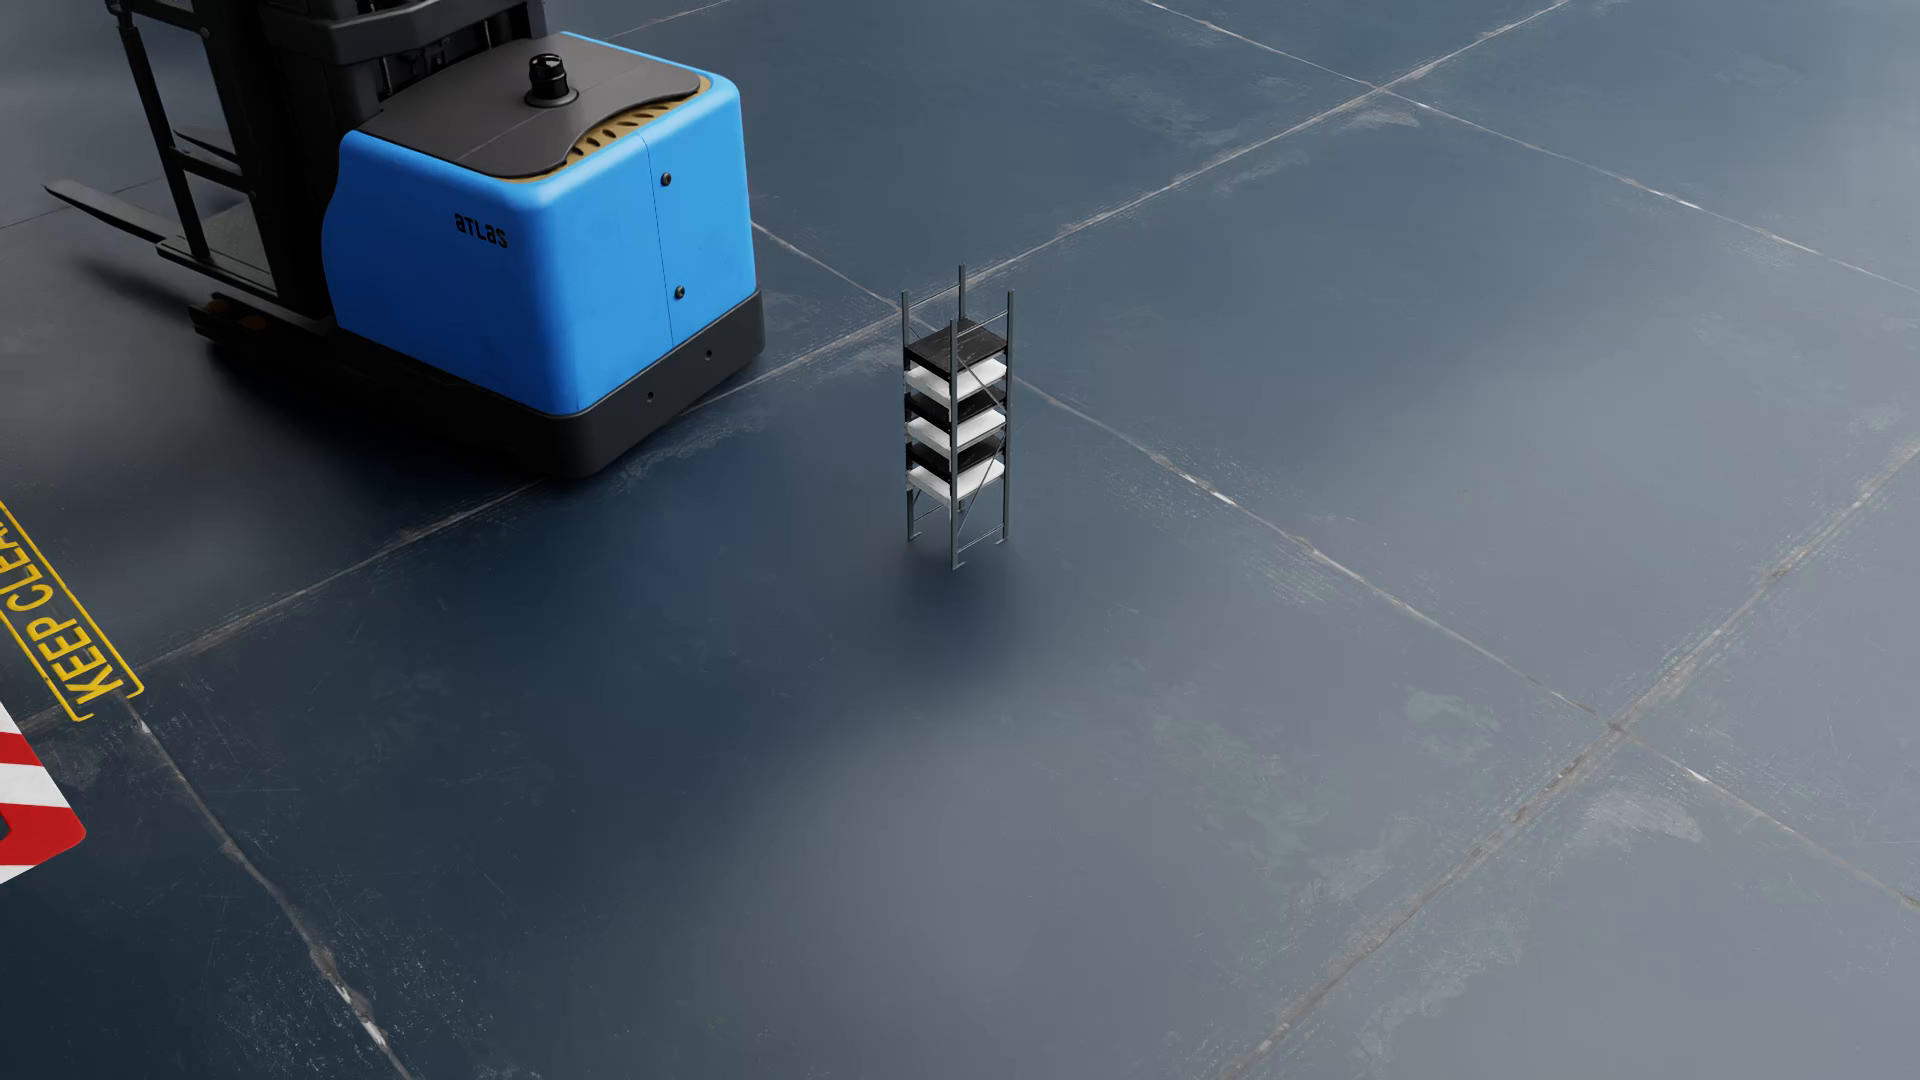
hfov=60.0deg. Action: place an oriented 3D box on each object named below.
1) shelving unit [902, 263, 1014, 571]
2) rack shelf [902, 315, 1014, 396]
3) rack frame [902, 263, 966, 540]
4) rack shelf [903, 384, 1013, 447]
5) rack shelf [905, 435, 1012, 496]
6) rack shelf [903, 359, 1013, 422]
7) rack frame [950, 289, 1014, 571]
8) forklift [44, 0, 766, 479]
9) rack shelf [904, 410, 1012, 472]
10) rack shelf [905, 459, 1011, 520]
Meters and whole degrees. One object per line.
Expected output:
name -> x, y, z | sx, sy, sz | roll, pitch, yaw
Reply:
shelving unit -> -0.005, -0.354, 4.972 | 0.258, 0.900, 0.210 | -30, 48, -32
rack shelf -> -0.005, -0.538, 4.823 | 0.258, 0.077, 0.200 | -30, 48, -32
rack frame -> -0.074, -0.401, 5.030 | 0.240, 0.900, 0.006 | -30, 48, -32
rack shelf -> -0.005, -0.398, 4.936 | 0.258, 0.077, 0.200 | -30, 48, -32
rack shelf -> -0.005, -0.258, 5.049 | 0.258, 0.077, 0.200 | -30, 48, -32
rack shelf -> -0.005, -0.468, 4.880 | 0.258, 0.077, 0.200 | -30, 48, -32
rack frame -> 0.063, -0.307, 4.914 | 0.240, 0.900, 0.006 | -30, 48, -32
forklift -> -2.218, -2.049, 5.454 | 3.031, 2.935, 1.130 | 22, 44, 25
rack shelf -> -0.005, -0.328, 4.993 | 0.258, 0.077, 0.200 | -30, 48, -32
rack shelf -> -0.005, -0.188, 5.106 | 0.258, 0.077, 0.200 | -30, 48, -32
